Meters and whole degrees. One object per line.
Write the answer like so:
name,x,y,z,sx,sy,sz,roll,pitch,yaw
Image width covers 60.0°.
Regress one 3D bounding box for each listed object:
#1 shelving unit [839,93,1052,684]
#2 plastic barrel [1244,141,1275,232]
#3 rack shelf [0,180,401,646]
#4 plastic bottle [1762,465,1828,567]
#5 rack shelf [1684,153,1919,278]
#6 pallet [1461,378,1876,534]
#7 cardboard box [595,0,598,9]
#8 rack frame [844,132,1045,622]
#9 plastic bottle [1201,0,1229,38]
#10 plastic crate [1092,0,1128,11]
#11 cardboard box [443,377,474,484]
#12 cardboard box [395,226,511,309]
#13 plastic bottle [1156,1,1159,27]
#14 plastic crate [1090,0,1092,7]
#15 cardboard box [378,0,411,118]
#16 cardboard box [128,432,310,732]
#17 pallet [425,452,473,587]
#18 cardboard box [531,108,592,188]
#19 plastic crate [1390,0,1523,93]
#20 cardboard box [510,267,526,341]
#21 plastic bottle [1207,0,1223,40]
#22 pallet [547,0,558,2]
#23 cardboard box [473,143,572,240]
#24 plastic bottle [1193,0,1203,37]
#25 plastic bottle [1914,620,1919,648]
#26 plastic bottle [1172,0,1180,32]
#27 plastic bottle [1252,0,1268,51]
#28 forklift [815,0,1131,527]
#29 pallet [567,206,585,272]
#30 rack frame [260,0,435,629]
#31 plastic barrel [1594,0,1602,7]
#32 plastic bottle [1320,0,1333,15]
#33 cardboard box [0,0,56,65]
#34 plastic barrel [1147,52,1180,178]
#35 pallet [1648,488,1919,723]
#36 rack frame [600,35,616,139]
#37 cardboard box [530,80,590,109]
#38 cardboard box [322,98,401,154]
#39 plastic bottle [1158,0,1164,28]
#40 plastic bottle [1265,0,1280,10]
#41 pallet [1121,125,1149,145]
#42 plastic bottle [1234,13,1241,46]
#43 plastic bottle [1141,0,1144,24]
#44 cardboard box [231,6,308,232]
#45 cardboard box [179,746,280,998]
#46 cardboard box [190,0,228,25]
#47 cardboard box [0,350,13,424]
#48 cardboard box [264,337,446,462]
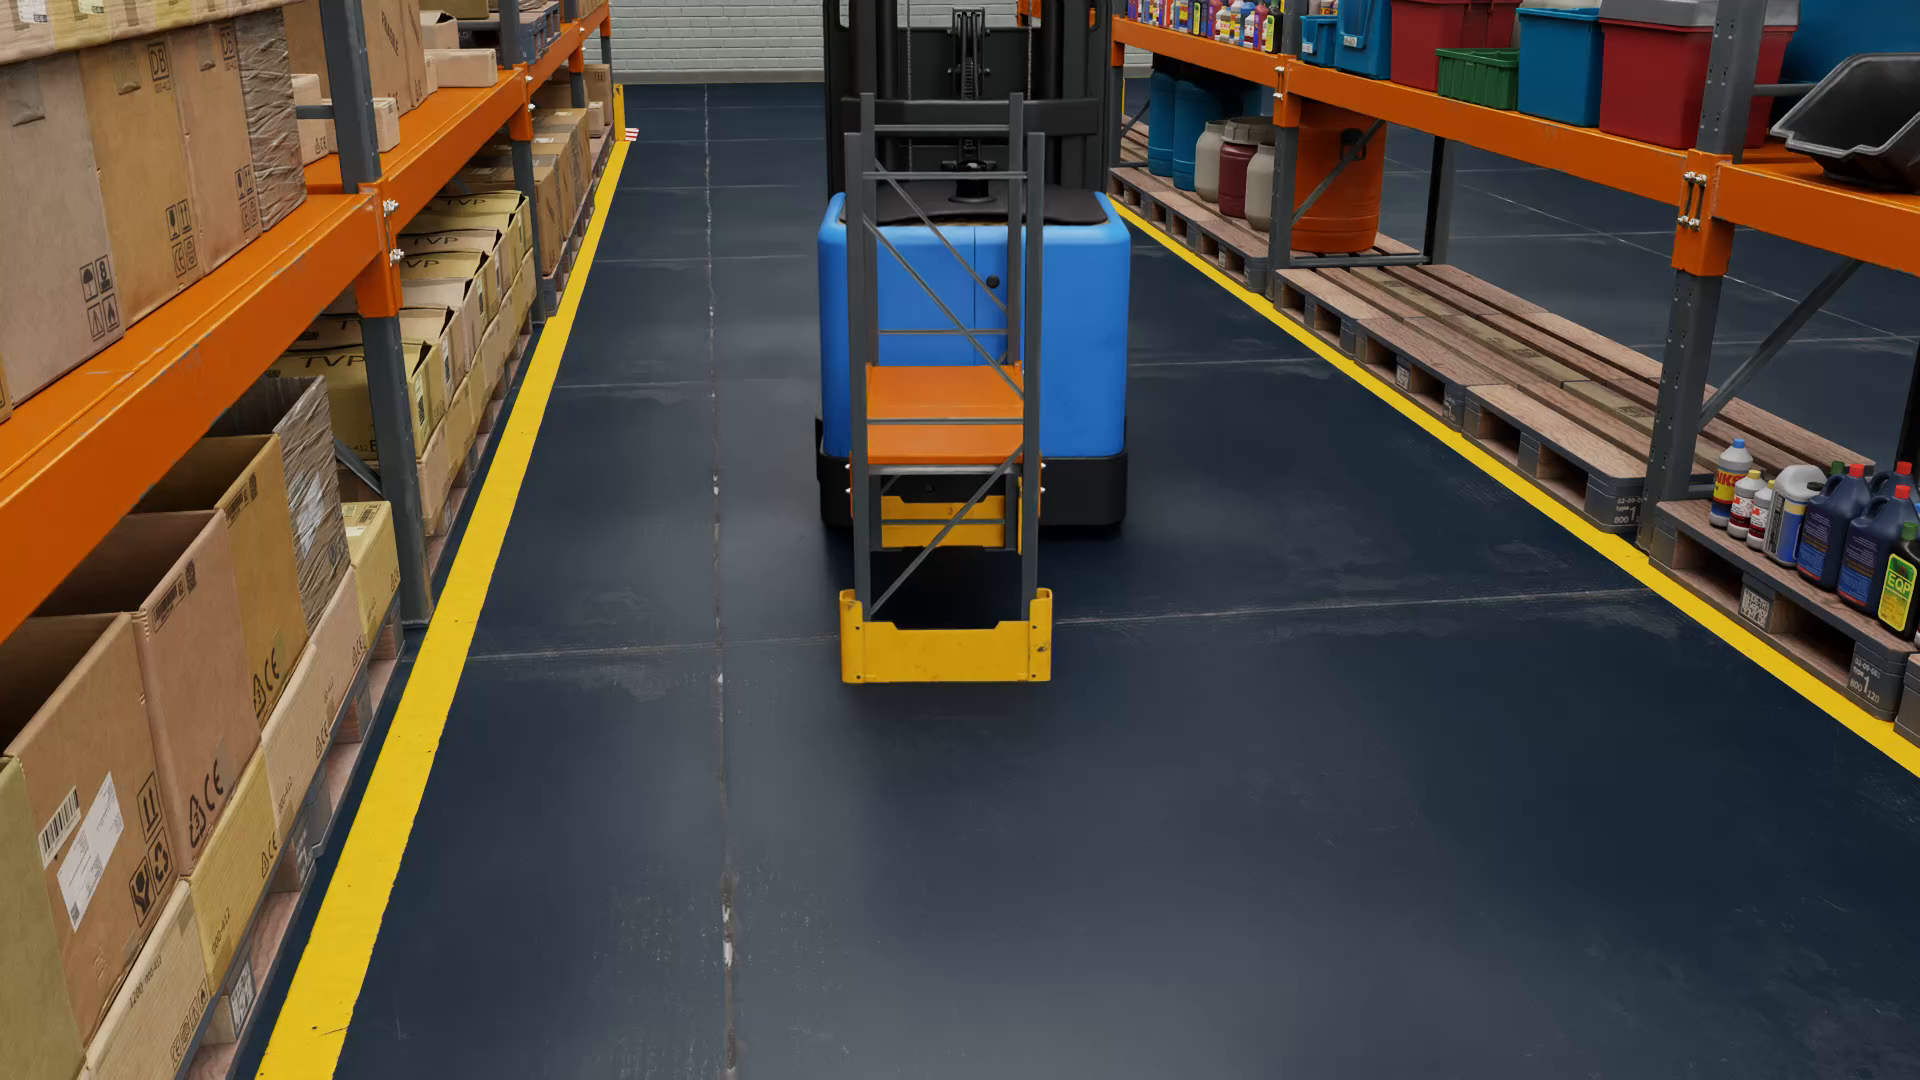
shelving unit,-0.047,-0.492,4.890,0.587,1.500,1.083,0,20,-1
plastic barrel,1.963,-2.162,10.174,0.421,0.512,0.421,0,20,0
rack shelf,-1.817,-0.109,2.748,1.077,0.370,4.000,-3,21,-8
plastic bottle,2.483,-0.074,4.891,0.152,0.276,0.135,-2,21,-6
rack shelf,3.085,-0.357,3.414,1.077,0.370,4.000,-3,21,-8
pallet,2.645,-0.350,6.353,1.003,0.211,1.213,-3,21,-8
cardboard box,-3.284,-4.672,13.794,0.500,0.500,0.500,-3,21,-9
rack frame,-0.039,-0.311,4.405,0.500,1.500,0.032,0,20,-1
plastic bottle,1.593,-3.320,10.389,0.144,0.351,0.185,-3,21,-8
plastic crate,1.239,-4.322,12.937,0.392,0.384,0.575,-3,21,-8
cardboard box,-1.991,-0.376,5.766,0.500,0.250,0.500,-2,21,-6
cardboard box,-2.211,-1.171,7.093,0.500,0.311,0.500,-3,21,-8
plastic bottle,1.404,-3.648,11.481,0.097,0.201,0.097,0,20,0
plastic crate,1.217,-4.430,13.597,0.437,0.125,0.590,-3,21,-8
cardboard box,-2.348,-1.808,6.126,0.500,0.500,0.500,-3,21,-8
cardboard box,-1.686,0.098,3.424,0.500,0.500,0.500,-3,21,-8
pallet,-2.250,-0.085,5.642,1.003,0.211,1.213,-3,21,-8
cardboard box,-2.904,-2.787,11.834,0.500,0.500,0.500,-3,21,-8
plastic crate,2.150,-2.227,7.299,0.402,0.464,0.583,-3,21,-8
cardboard box,-2.287,-1.084,7.660,0.500,0.250,0.500,-3,21,-8
plastic bottle,1.575,-3.231,10.247,0.061,0.283,0.133,-3,21,-8
pallet,-3.251,-3.536,11.171,1.003,0.211,1.213,-3,21,-8
cardboard box,-2.613,-2.085,9.956,0.500,0.500,0.500,-3,21,-8
plastic bottle,1.529,-3.341,10.542,0.061,0.283,0.133,-3,21,-8
plastic bottle,2.548,0.183,4.310,0.097,0.201,0.097,0,20,0
plastic bottle,1.500,-3.518,11.026,0.152,0.276,0.135,-3,21,-8
plastic bottle,1.707,-2.915,9.402,0.061,0.283,0.133,-3,21,-8
forklift,0.023,-1.883,6.568,1.130,2.935,3.031,0,20,-1
pallet,-2.925,-1.899,10.498,1.003,0.211,1.213,-3,21,-8
rack frame,-2.105,-1.138,4.476,1.000,3.000,0.127,-3,21,-8
plastic barrel,2.770,-2.047,6.715,0.433,0.535,0.433,0,20,0
plastic bottle,2.322,-3.319,10.499,0.097,0.271,0.097,0,20,0
cardboard box,-1.593,-0.783,2.455,0.380,0.149,0.250,-3,21,-7
plastic barrel,1.705,-3.181,12.345,0.600,0.901,0.708,-3,21,-8
pallet,2.853,0.154,5.002,1.003,0.211,1.213,-3,21,-8
rack frame,-3.835,-5.293,15.601,1.000,3.000,0.127,-3,21,-8
cardboard box,-3.534,-3.595,13.993,0.797,0.503,0.637,-3,21,-8
cardboard box,-2.031,-1.338,5.369,0.380,0.149,0.250,-3,21,-8
plastic bottle,1.402,-3.646,11.358,0.061,0.283,0.133,-3,21,-8
plastic bottle,2.078,-3.535,11.079,0.097,0.271,0.097,0,20,0
pallet,1.320,-3.526,14.856,1.003,0.211,1.213,-3,21,-8
plastic bottle,1.666,-3.019,9.796,0.097,0.201,0.097,0,20,0
plastic bottle,1.342,-3.829,11.865,0.097,0.271,0.097,0,20,0
cardboard box,-2.035,-1.032,4.049,0.700,0.500,0.500,-3,21,-9
cardboard box,-1.600,0.622,3.094,0.500,0.250,0.500,-3,21,-8
cardboard box,-1.741,-1.138,3.407,0.380,0.149,0.250,-3,21,-8
cardboard box,-1.730,-0.316,2.133,0.700,0.500,0.500,-3,21,-7
cardboard box,-1.918,-0.465,5.203,0.500,0.311,0.500,-3,21,-8
